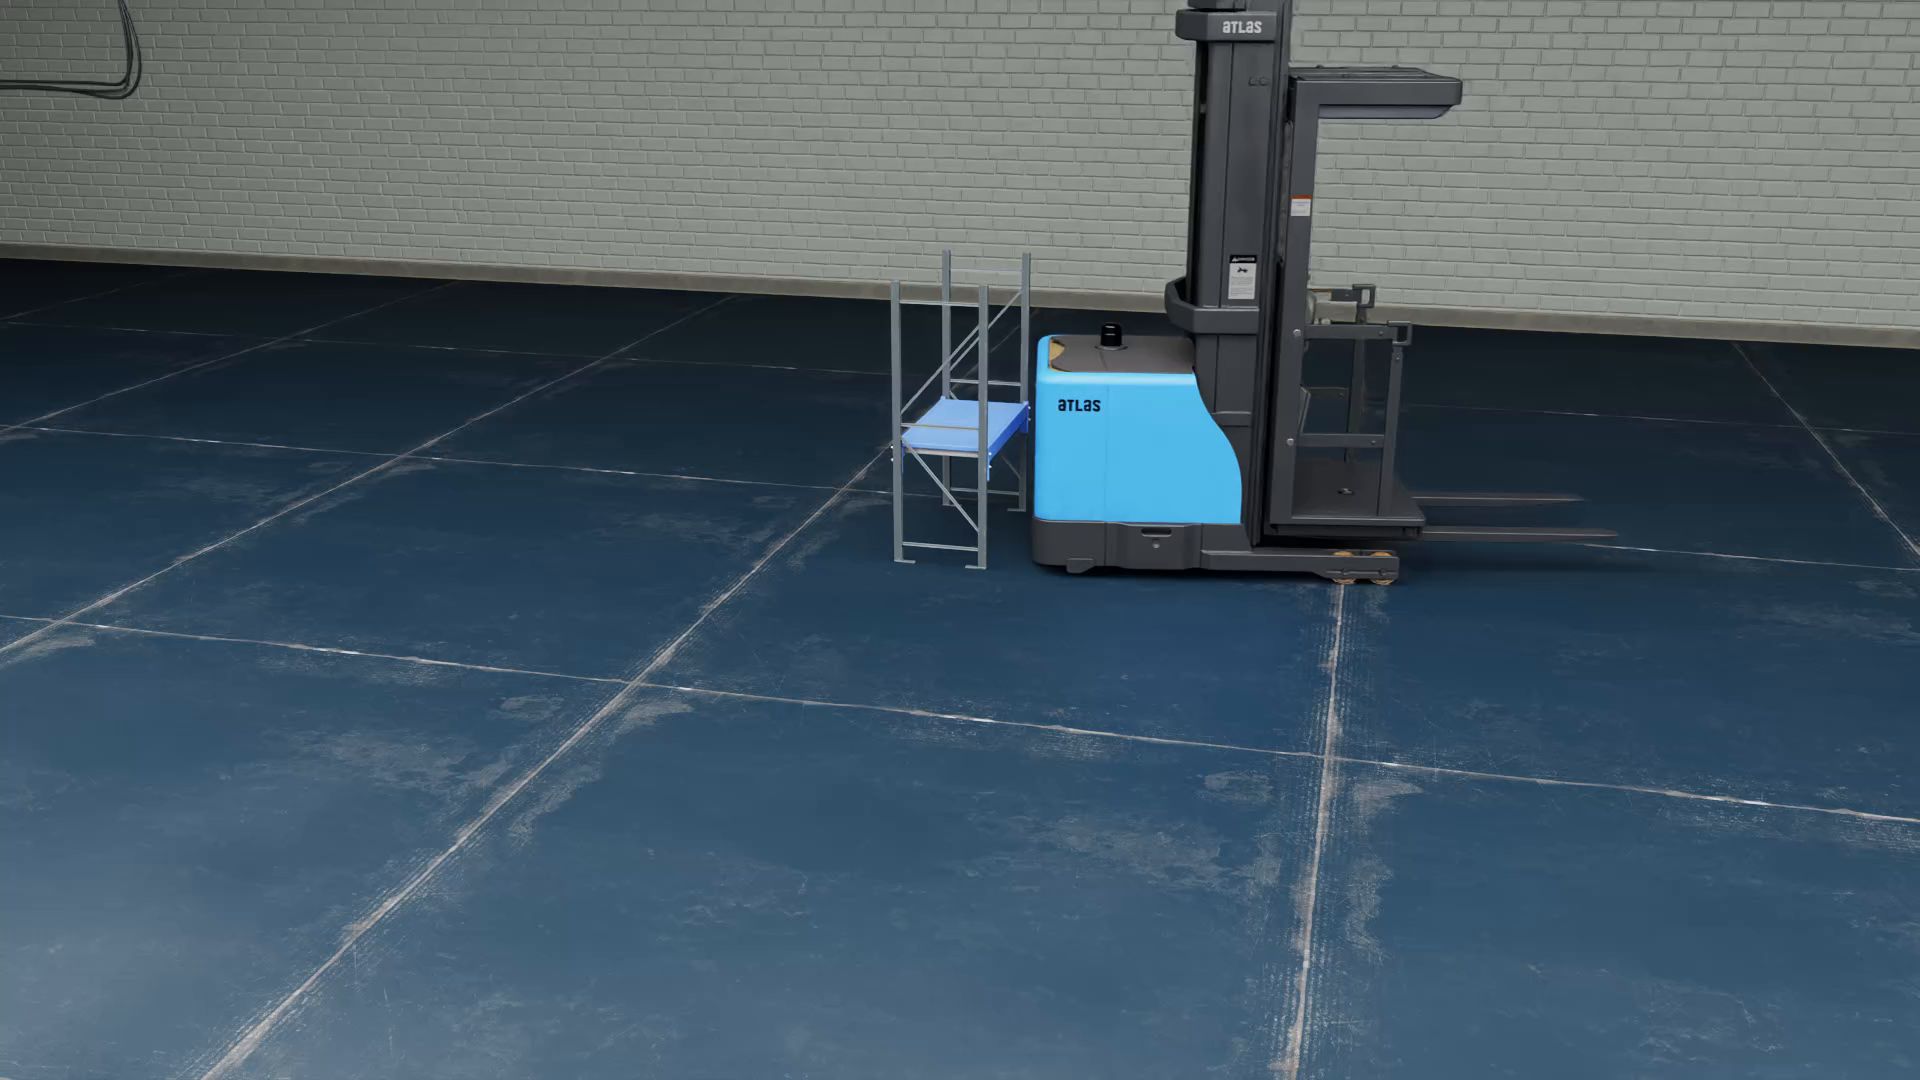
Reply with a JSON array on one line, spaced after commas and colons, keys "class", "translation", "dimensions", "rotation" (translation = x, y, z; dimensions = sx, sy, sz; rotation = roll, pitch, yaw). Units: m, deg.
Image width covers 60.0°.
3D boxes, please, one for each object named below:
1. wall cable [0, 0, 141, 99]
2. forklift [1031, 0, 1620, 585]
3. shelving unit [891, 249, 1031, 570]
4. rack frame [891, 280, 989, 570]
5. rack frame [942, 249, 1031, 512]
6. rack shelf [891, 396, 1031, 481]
[{"class": "wall cable", "translation": [-9.920, -5.830, 17.137], "dimensions": [3.097, 2.526, 0.112], "rotation": [5, 19, 13]}, {"class": "forklift", "translation": [1.907, -1.333, 8.557], "dimensions": [3.031, 2.935, 1.130], "rotation": [1, 19, 3]}, {"class": "shelving unit", "translation": [0.021, -0.736, 9.023], "dimensions": [0.538, 1.500, 1.048], "rotation": [5, 19, 13]}, {"class": "rack frame", "translation": [-0.103, -0.577, 8.557], "dimensions": [0.500, 1.500, 0.032], "rotation": [5, 19, 13]}, {"class": "rack frame", "translation": [0.145, -0.896, 9.490], "dimensions": [0.500, 1.500, 0.032], "rotation": [5, 19, 13]}, {"class": "rack shelf", "translation": [0.021, -0.566, 9.082], "dimensions": [0.538, 0.185, 1.000], "rotation": [5, 19, 13]}]
